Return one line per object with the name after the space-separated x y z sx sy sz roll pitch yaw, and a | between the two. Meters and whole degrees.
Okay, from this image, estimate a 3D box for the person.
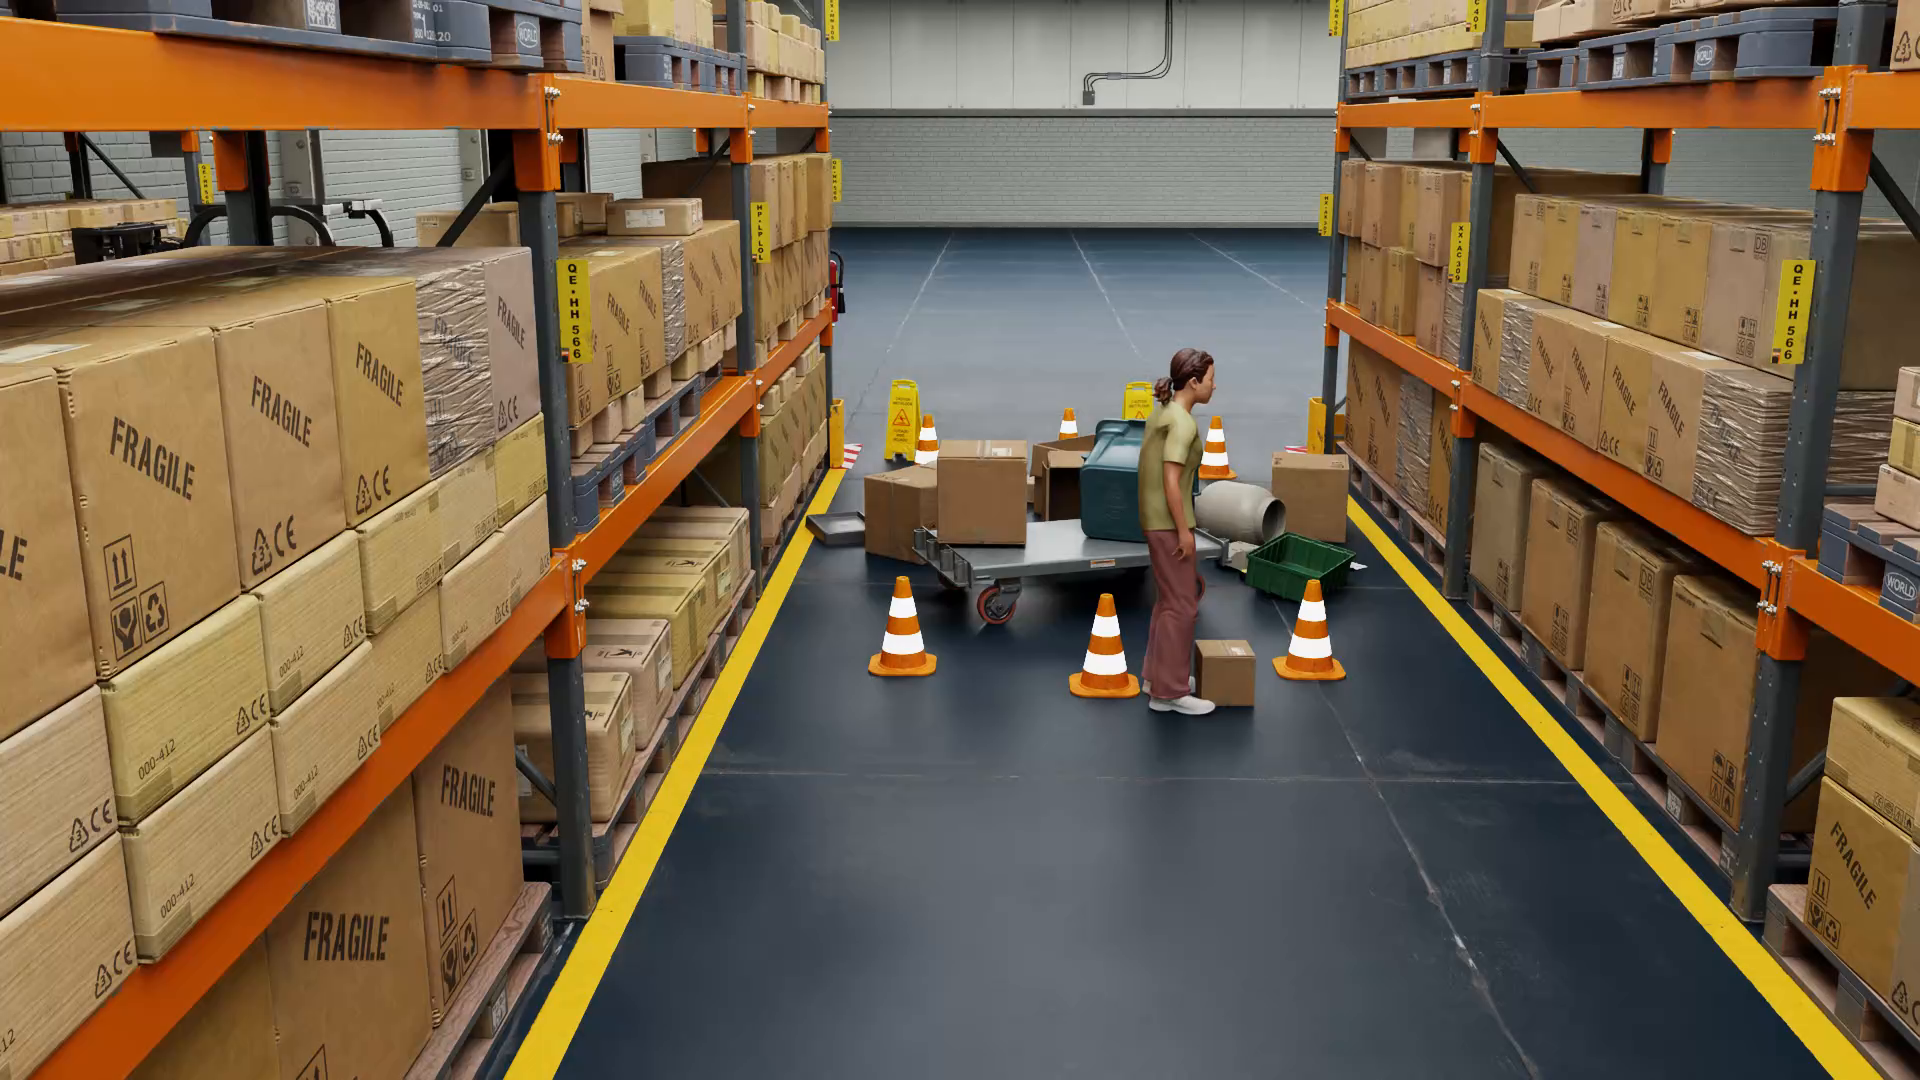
1.006 -0.055 7.727 0.362 1.671 0.519 0 14 -2 | person
